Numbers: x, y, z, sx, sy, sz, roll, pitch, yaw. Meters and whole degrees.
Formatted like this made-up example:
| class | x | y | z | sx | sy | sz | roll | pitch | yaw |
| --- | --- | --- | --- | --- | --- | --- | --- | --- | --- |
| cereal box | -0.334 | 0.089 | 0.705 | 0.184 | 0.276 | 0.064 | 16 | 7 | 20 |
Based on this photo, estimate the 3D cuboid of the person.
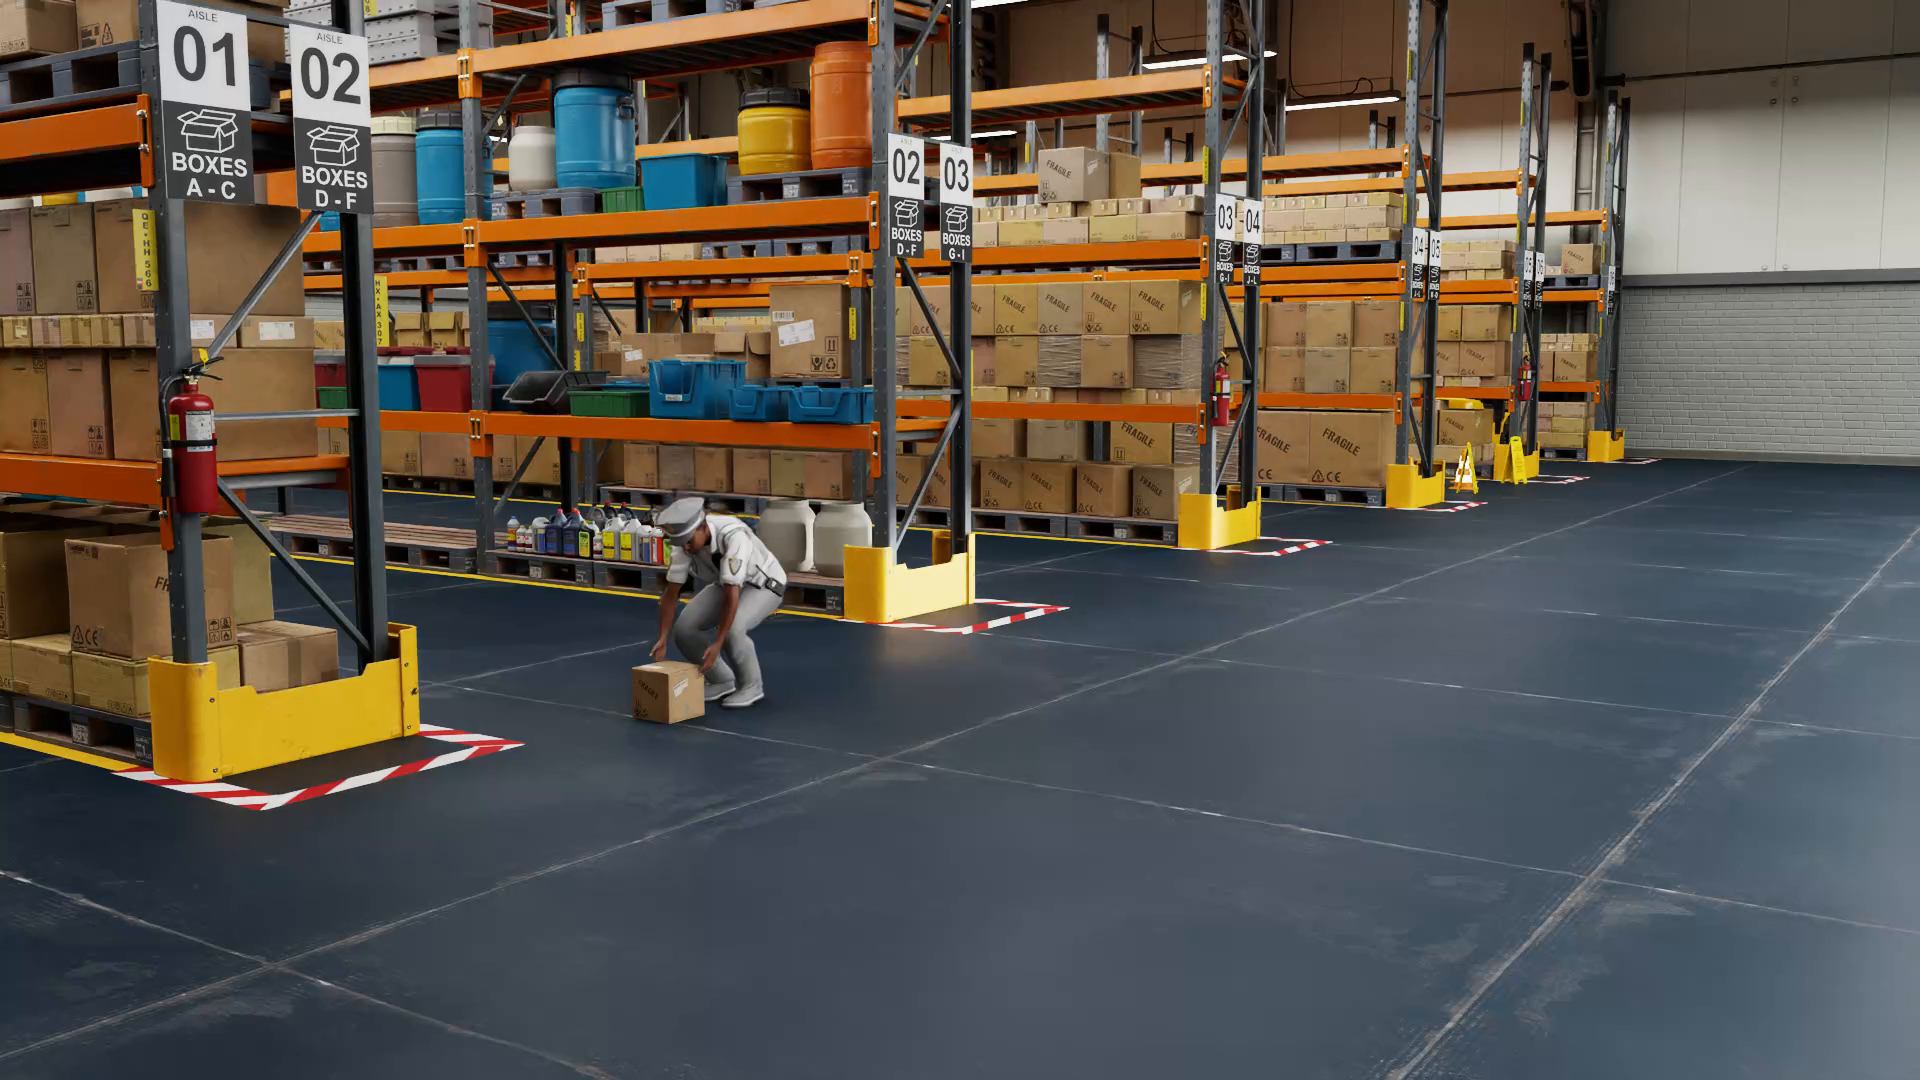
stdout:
| class | x | y | z | sx | sy | sz | roll | pitch | yaw |
| --- | --- | --- | --- | --- | --- | --- | --- | --- | --- |
| person | -1.214 | 0.338 | 8.427 | 0.495 | 1.015 | 0.834 | 4 | 8 | 33 |
